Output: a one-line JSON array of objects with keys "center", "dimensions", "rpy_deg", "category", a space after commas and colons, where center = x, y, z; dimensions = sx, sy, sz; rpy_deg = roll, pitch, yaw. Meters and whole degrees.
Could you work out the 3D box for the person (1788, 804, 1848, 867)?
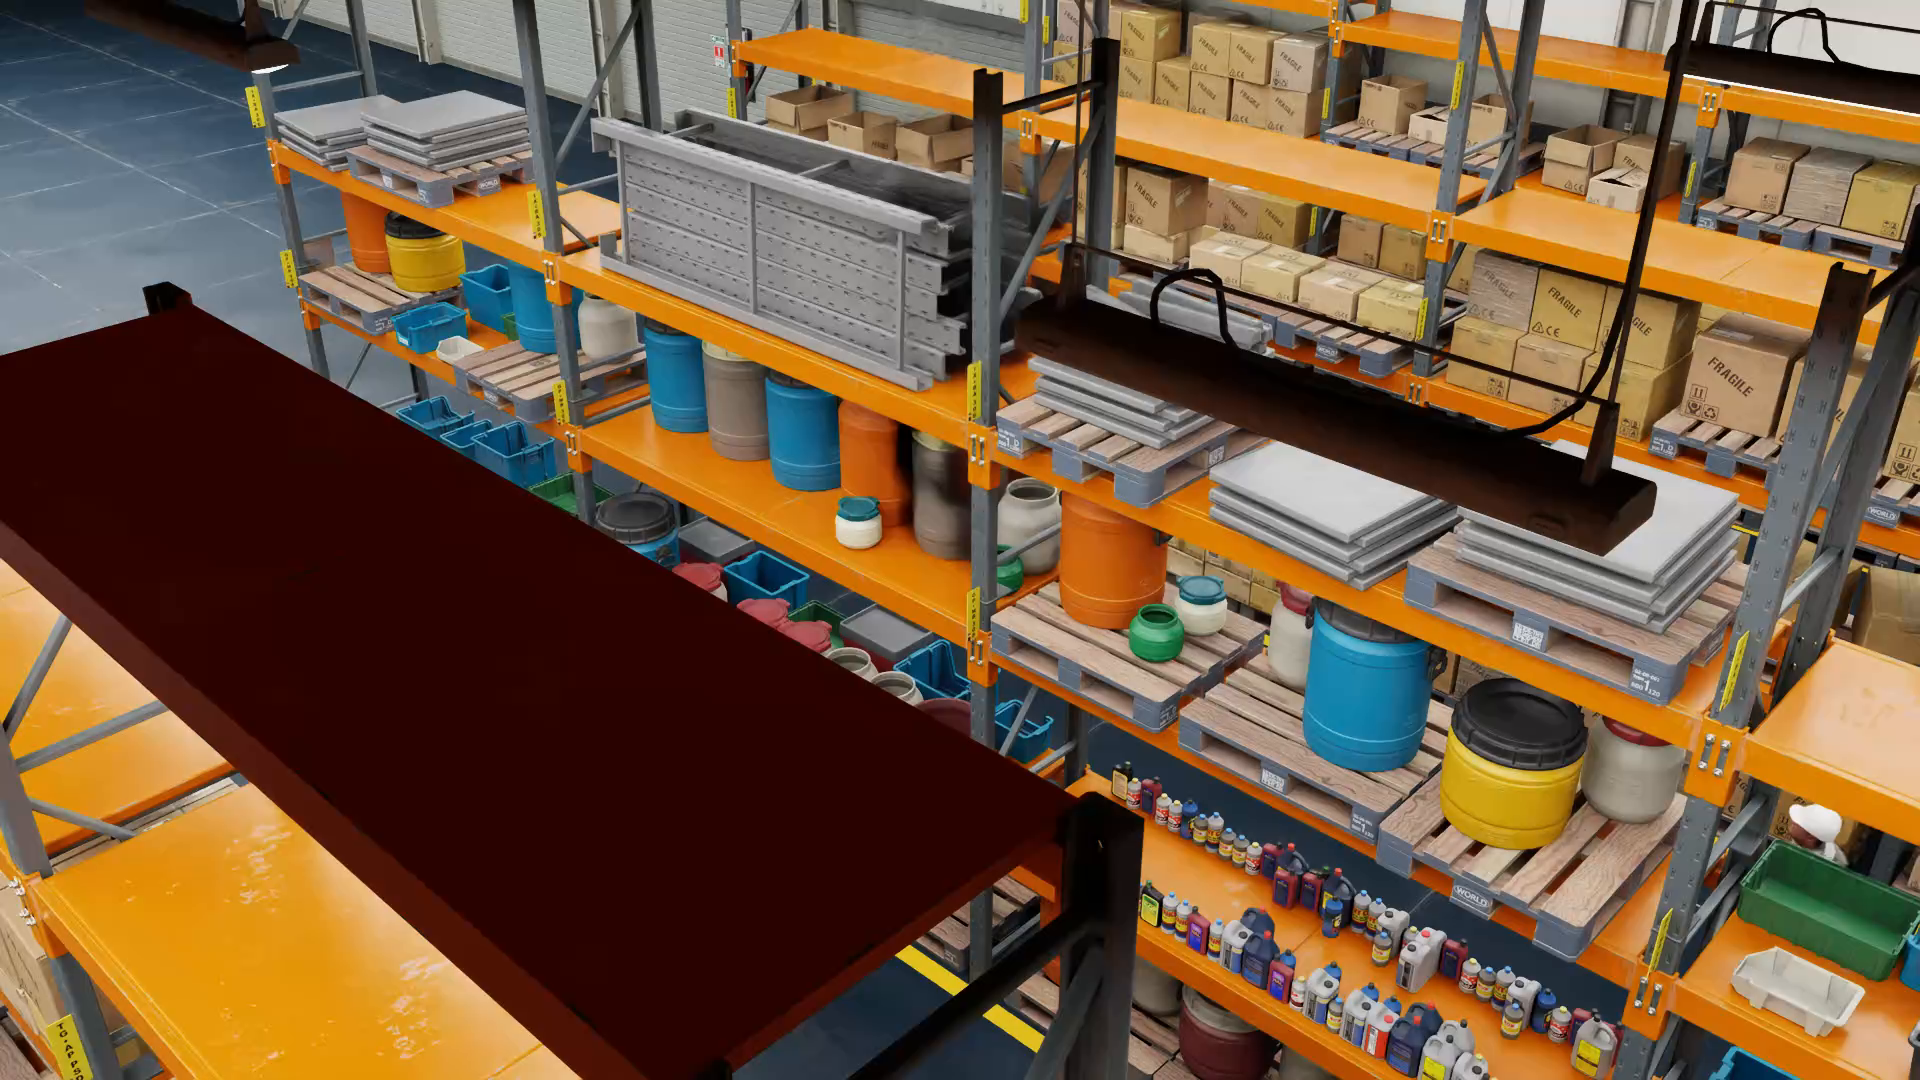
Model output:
[{"center": [5.064, 2.329, 10.307], "dimensions": [0.705, 1.783, 0.628], "rpy_deg": [15, 33, 25], "category": "person"}]
